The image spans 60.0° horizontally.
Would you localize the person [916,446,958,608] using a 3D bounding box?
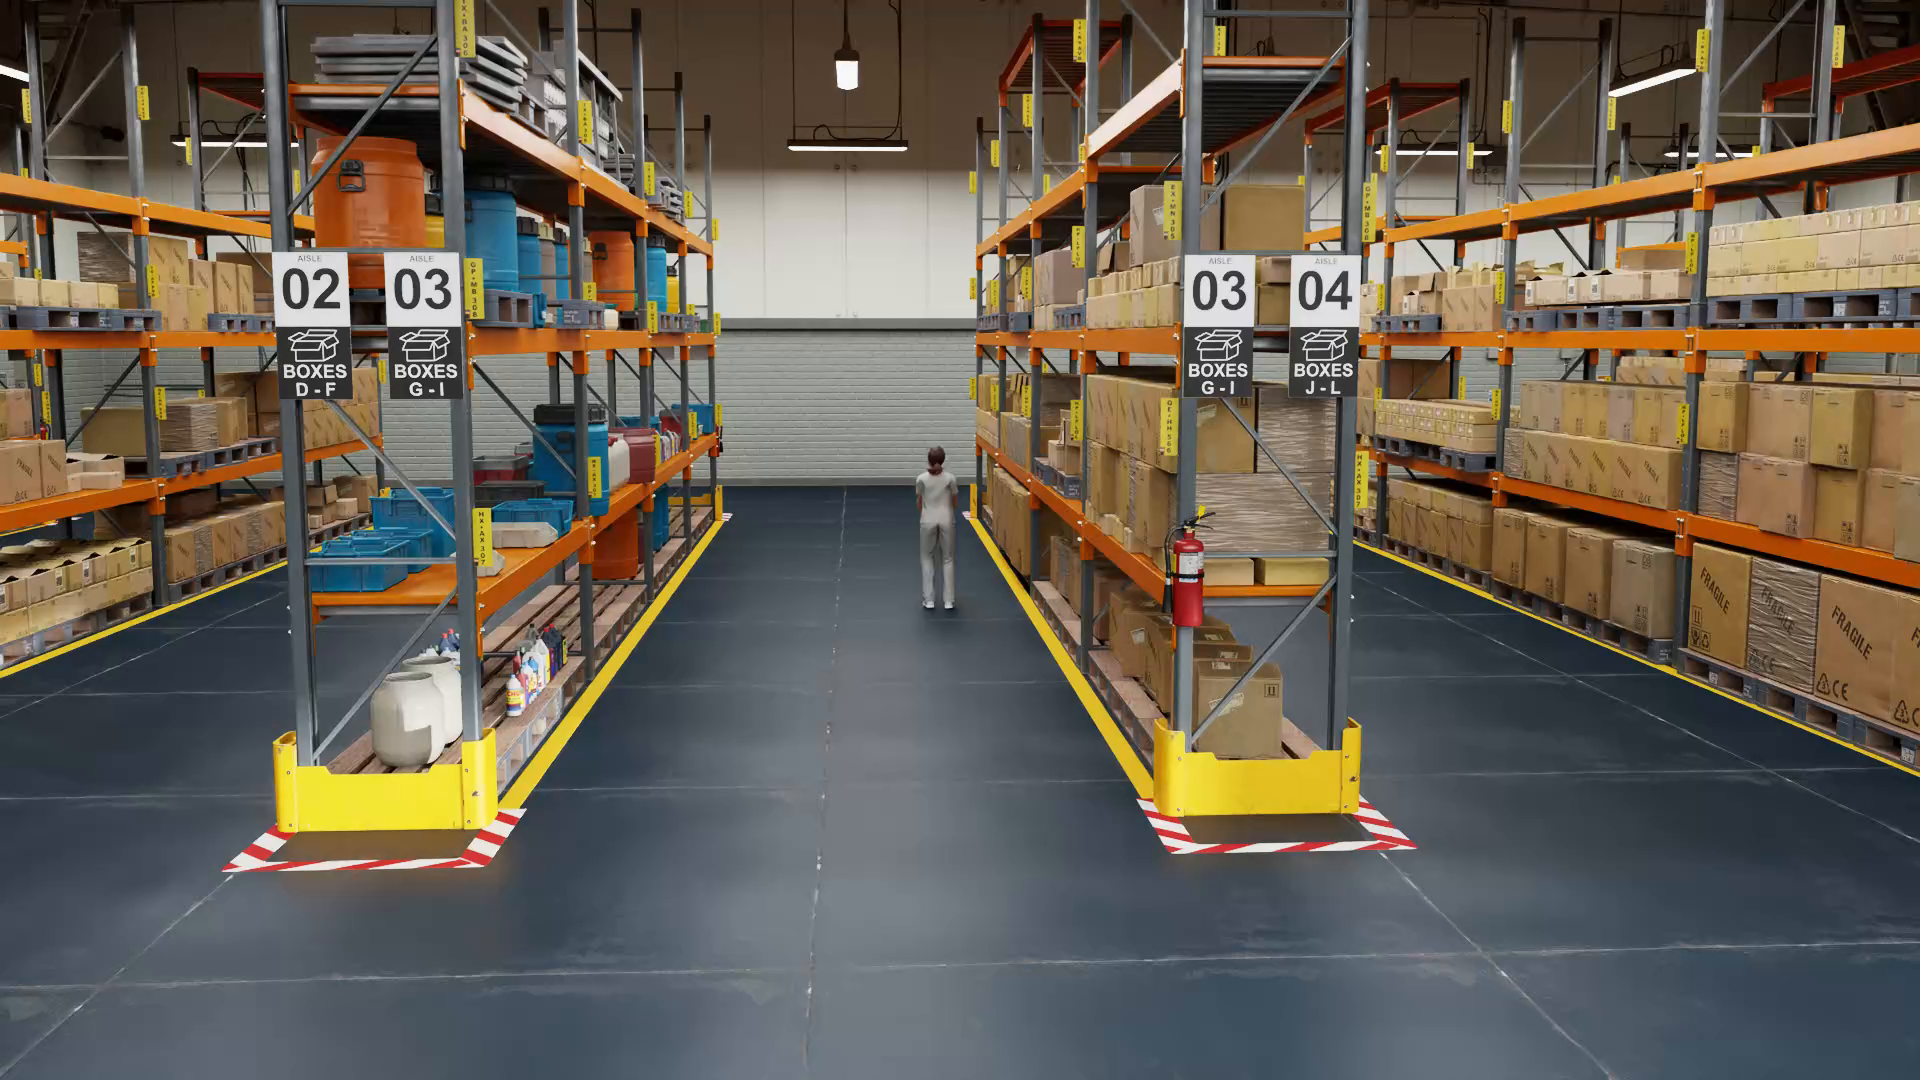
[{"bbox_3d":[-0.235,-0.139,16.954,0.436,1.662,0.561,0,7,-3],"label":"person"}]
